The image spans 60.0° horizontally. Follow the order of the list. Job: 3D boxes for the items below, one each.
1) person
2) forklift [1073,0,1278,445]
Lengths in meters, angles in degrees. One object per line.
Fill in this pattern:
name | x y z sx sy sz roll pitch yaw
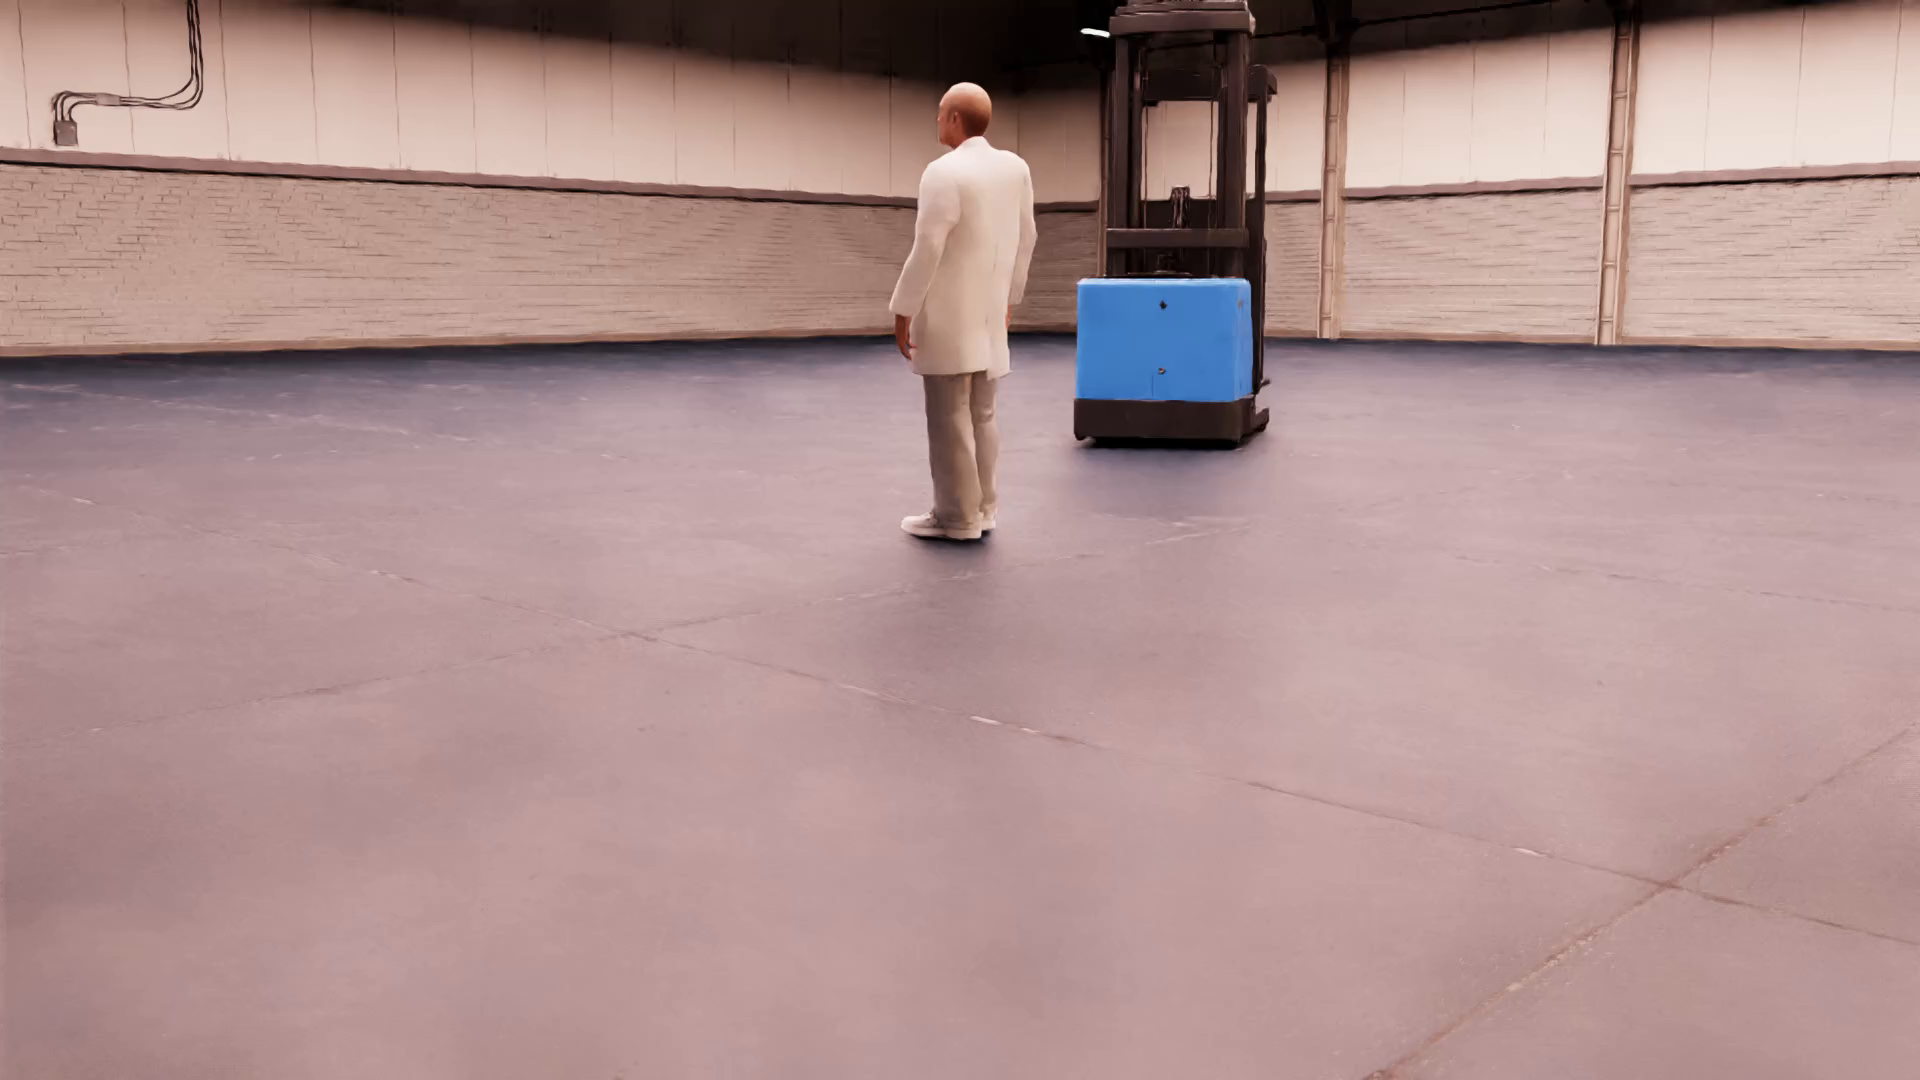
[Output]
person | -0.062 -0.896 6.650 0.579 1.776 0.694 8 12 43
forklift | 1.631 -2.244 11.780 1.130 2.935 3.031 2 9 16
